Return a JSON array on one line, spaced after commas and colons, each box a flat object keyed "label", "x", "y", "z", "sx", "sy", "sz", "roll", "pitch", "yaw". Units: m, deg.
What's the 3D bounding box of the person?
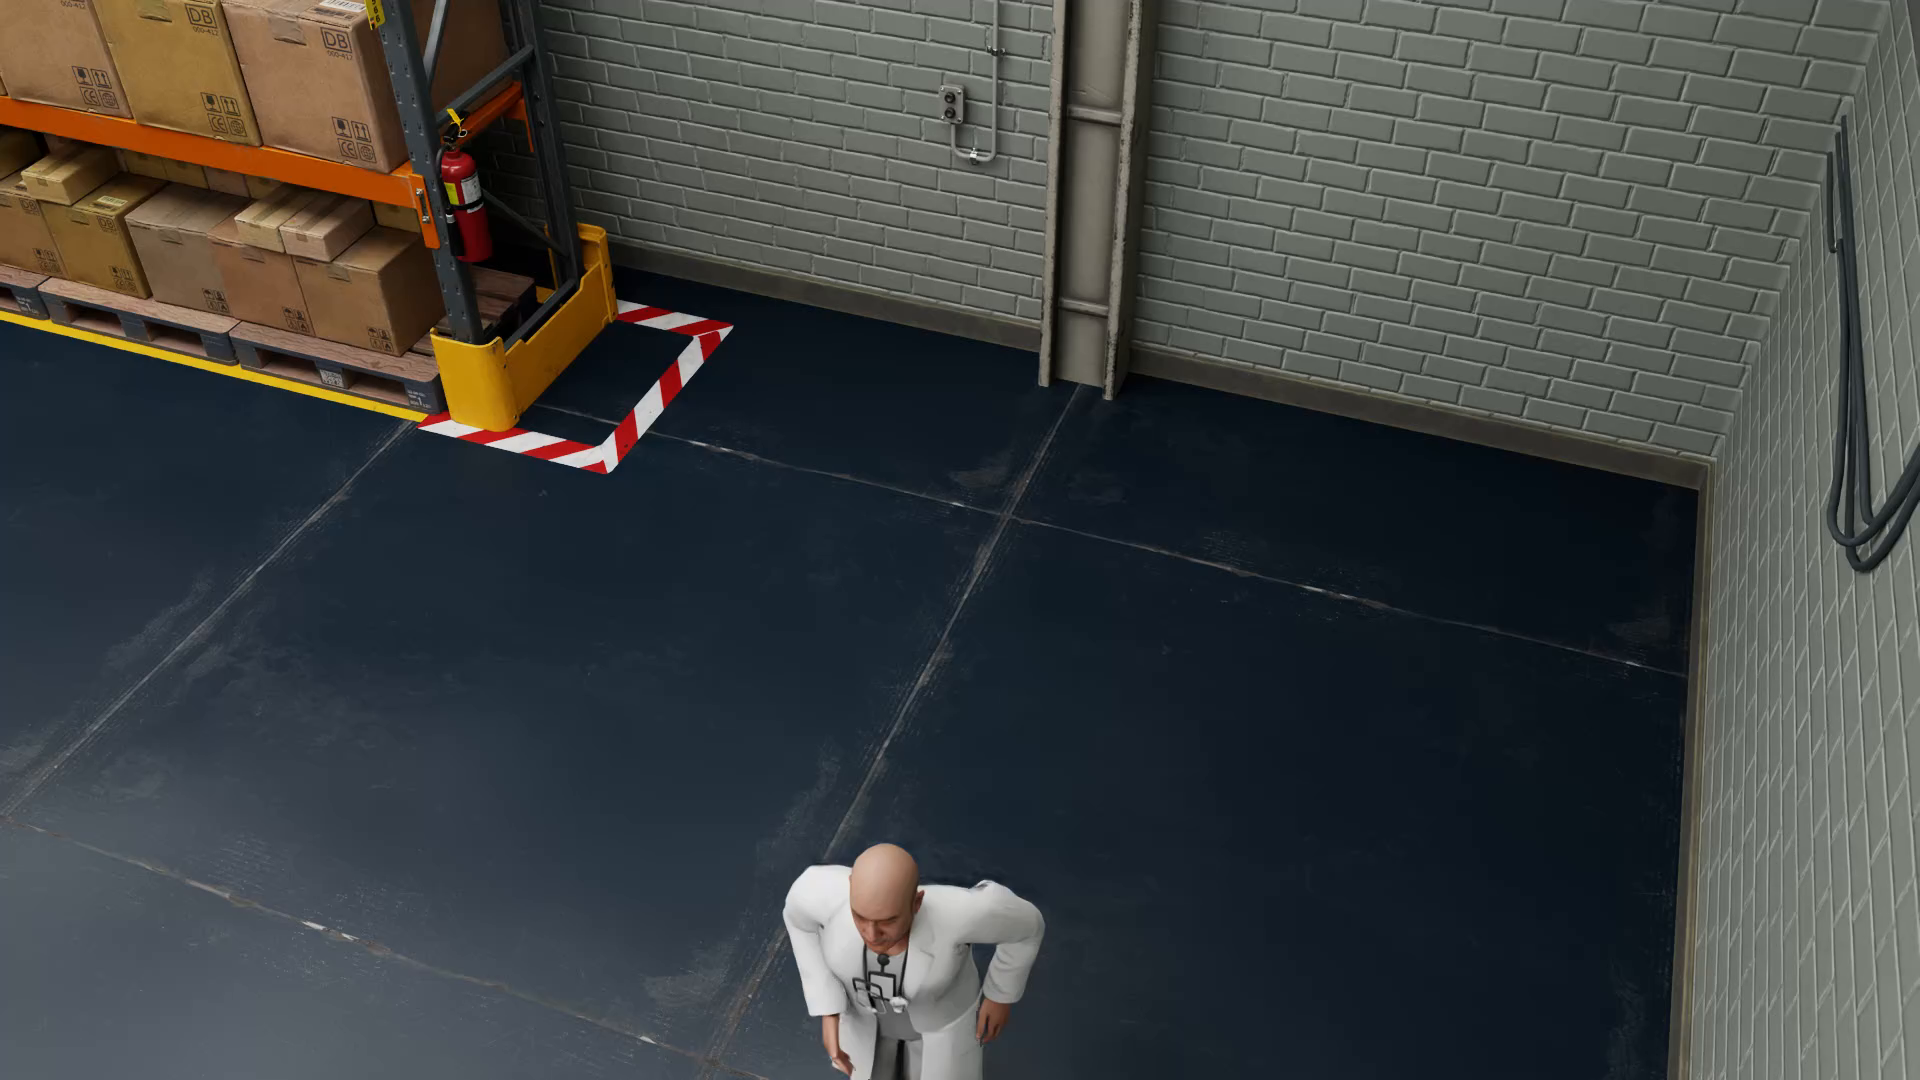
[{"label": "person", "x": -0.110, "y": 1.243, "z": 4.810, "sx": 0.714, "sy": 1.695, "sz": 0.826, "roll": 10, "pitch": 42, "yaw": 11}]
